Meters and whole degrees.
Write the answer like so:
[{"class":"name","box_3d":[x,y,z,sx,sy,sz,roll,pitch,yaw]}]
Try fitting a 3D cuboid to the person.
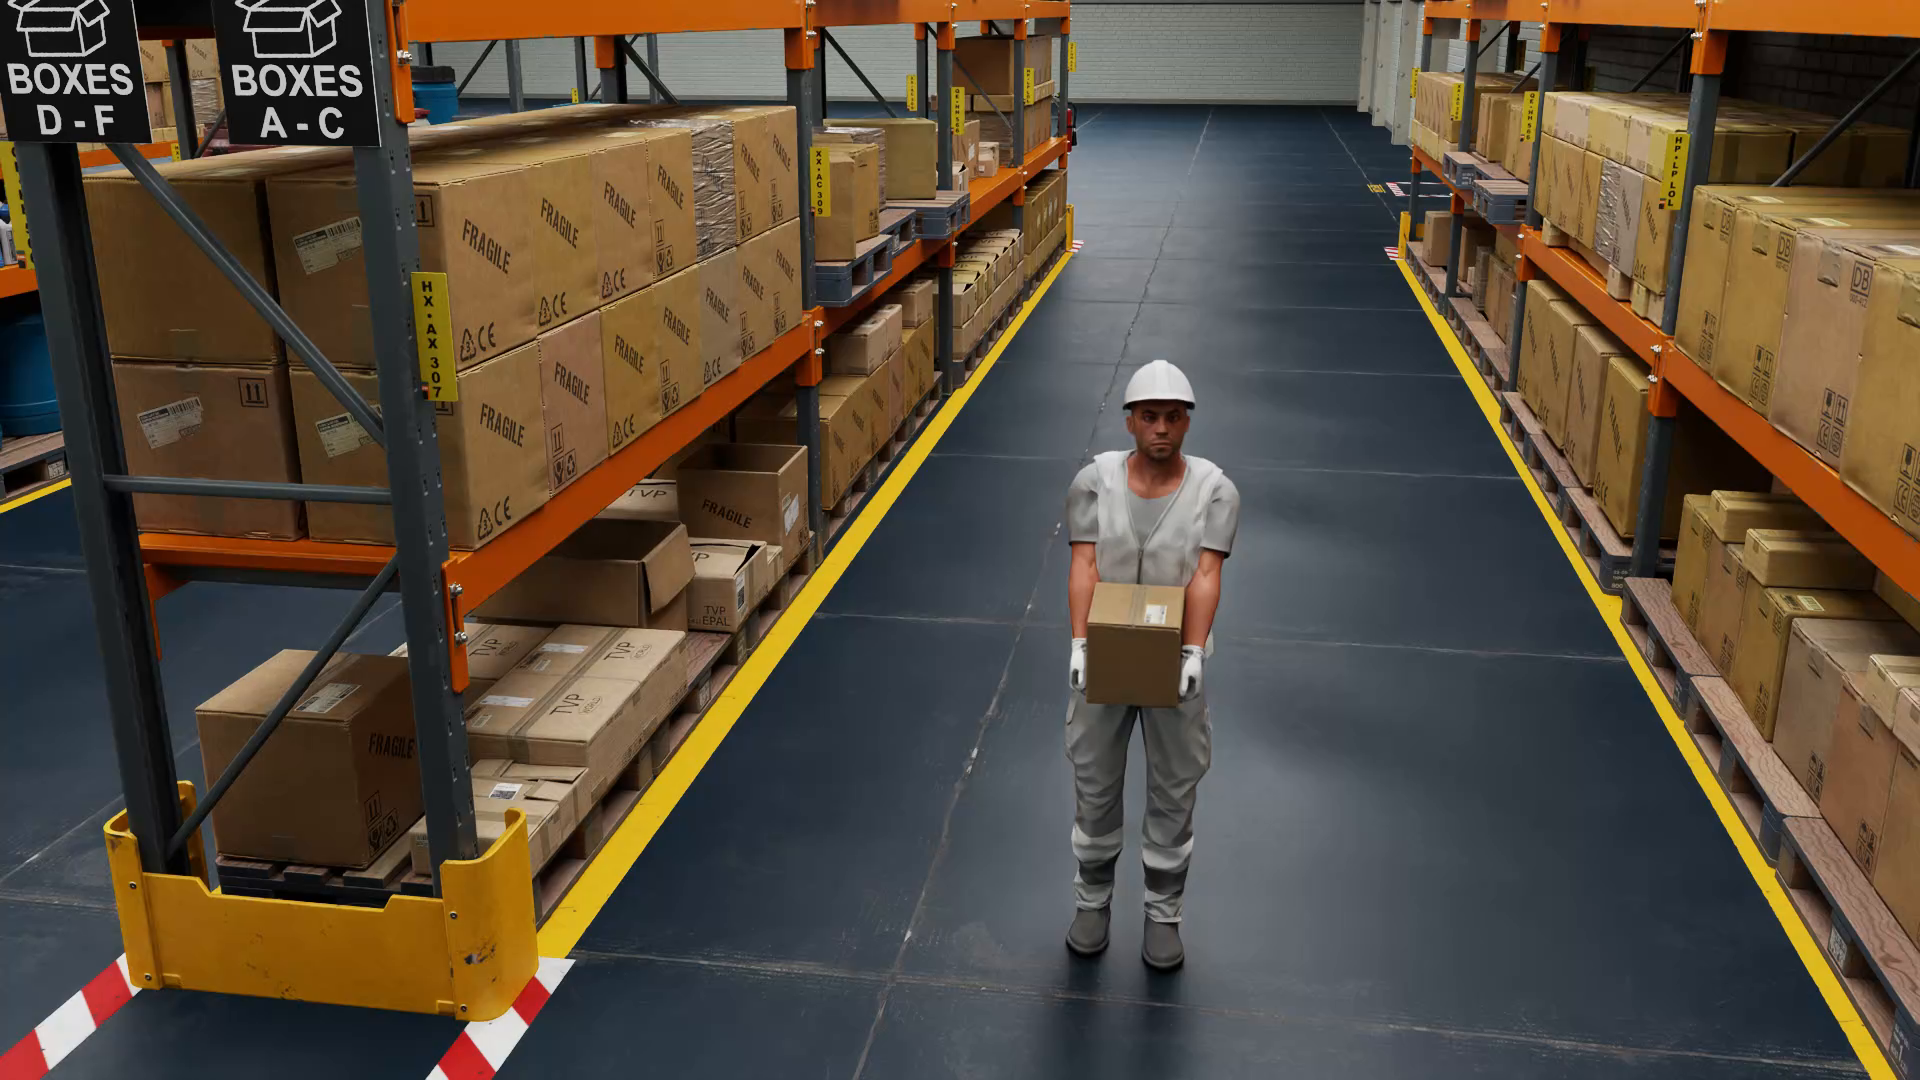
[{"class":"person","box_3d":[0.519,0.391,4.794,0.473,1.784,0.554,3,18,10]}]
